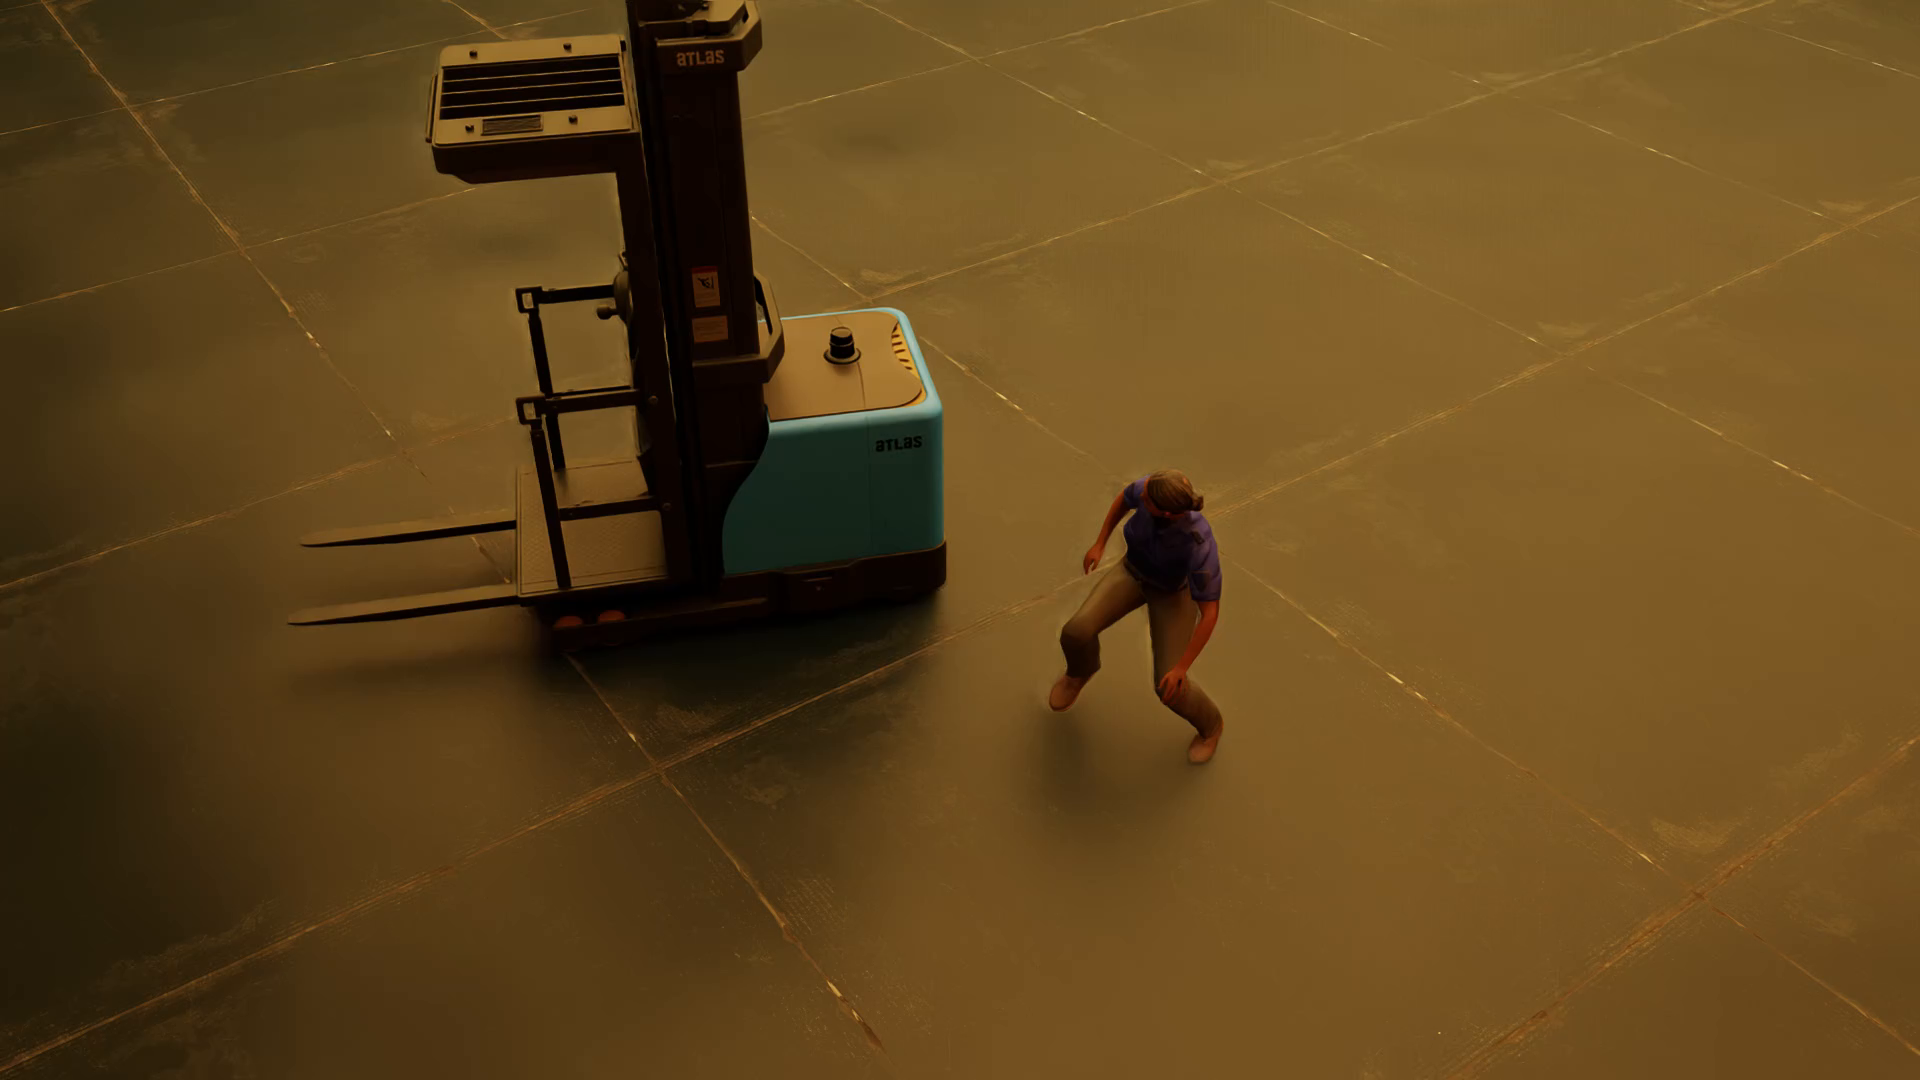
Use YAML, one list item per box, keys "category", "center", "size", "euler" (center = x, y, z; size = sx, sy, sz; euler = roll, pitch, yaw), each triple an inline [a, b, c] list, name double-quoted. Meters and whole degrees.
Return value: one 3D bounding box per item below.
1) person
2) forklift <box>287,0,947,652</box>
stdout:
- category: "person"
  center: [0.775, 0.268, 6.903]
  size: [0.743, 1.433, 0.617]
  euler: [23, 42, 28]
- category: "forklift"
  center: [-1.636, -1.005, 7.304]
  size: [3.031, 2.935, 1.130]
  euler: [-7, 37, -10]
